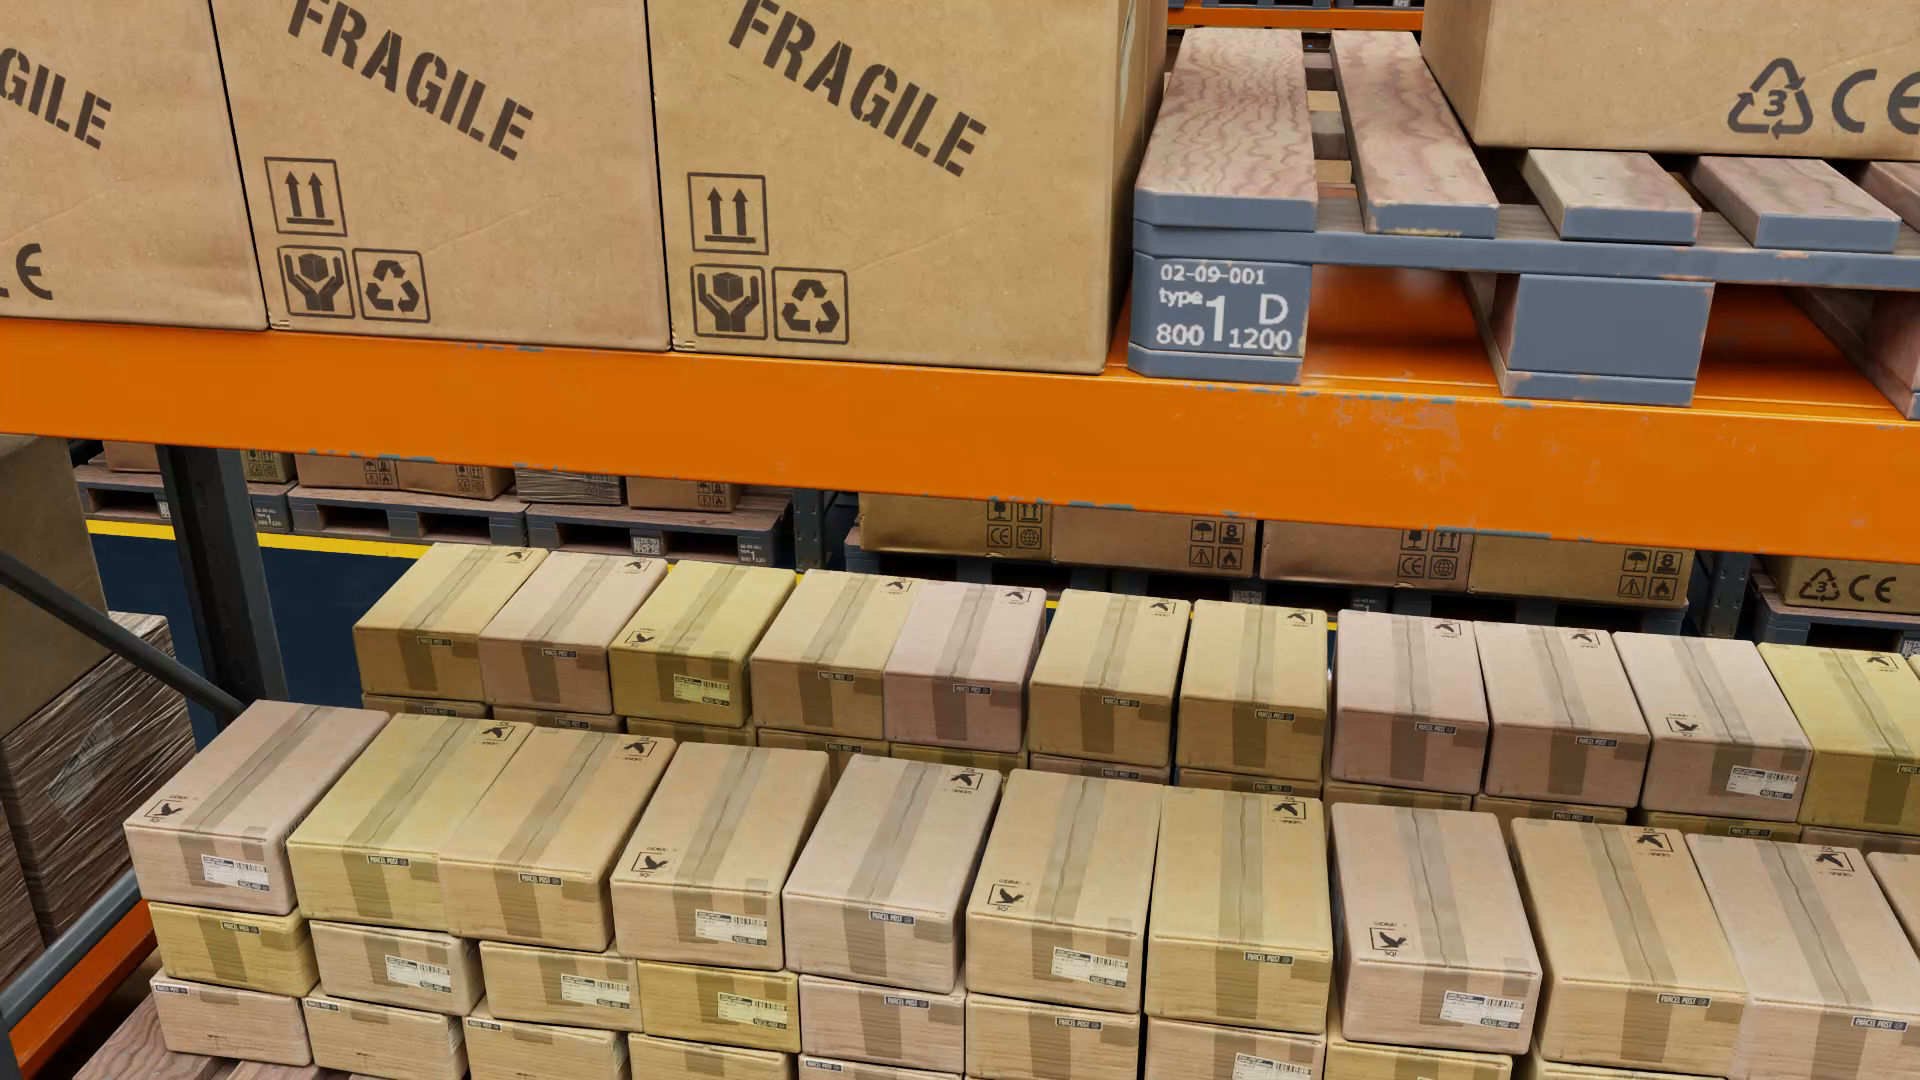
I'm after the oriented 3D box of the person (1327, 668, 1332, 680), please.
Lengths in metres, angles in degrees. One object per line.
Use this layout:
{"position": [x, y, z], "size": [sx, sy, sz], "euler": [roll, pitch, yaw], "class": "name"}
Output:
{"position": [1.026, 0.828, 5.148], "size": [0.468, 0.983, 0.911], "euler": [3, 25, 6], "class": "person"}
